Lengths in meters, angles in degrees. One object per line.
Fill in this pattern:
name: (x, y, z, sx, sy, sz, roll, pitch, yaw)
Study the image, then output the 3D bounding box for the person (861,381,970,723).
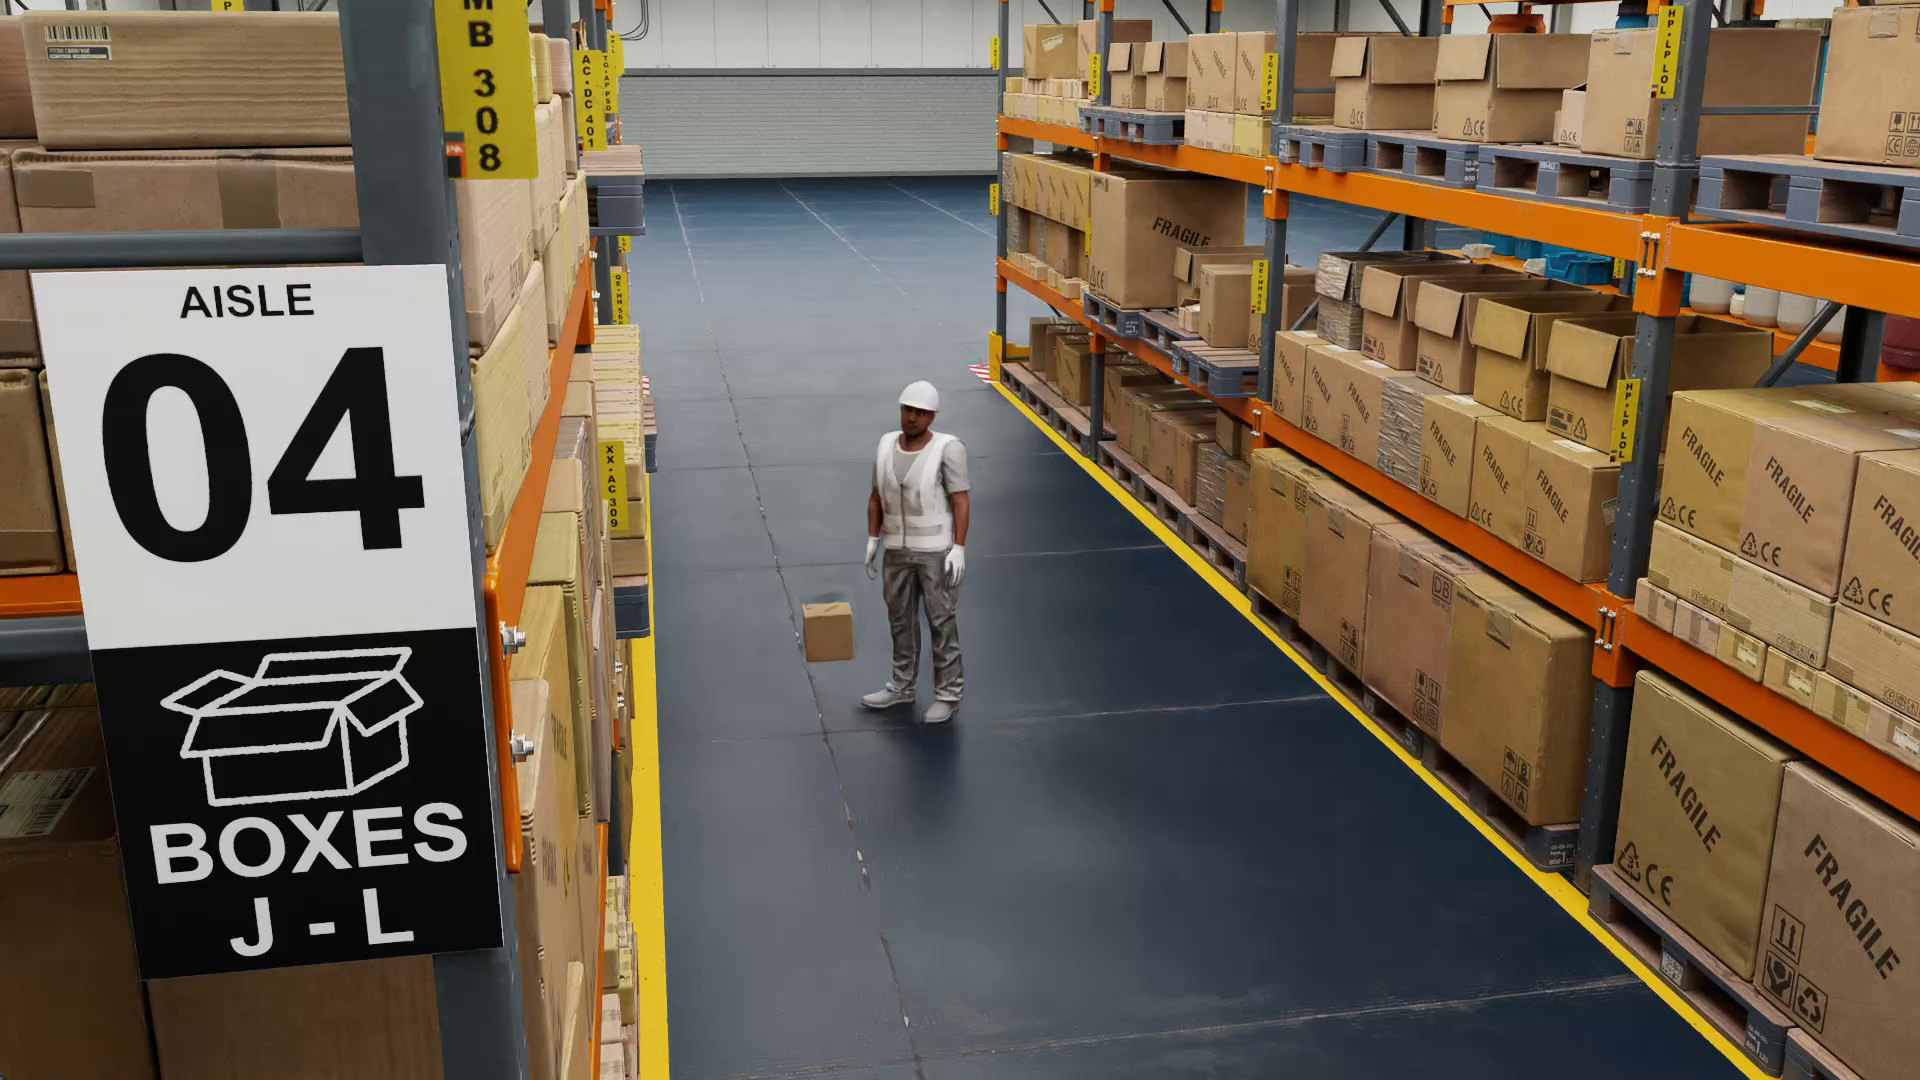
person: (-0.217, 0.061, 8.685, 0.637, 1.794, 0.396, 9, 19, 29)
